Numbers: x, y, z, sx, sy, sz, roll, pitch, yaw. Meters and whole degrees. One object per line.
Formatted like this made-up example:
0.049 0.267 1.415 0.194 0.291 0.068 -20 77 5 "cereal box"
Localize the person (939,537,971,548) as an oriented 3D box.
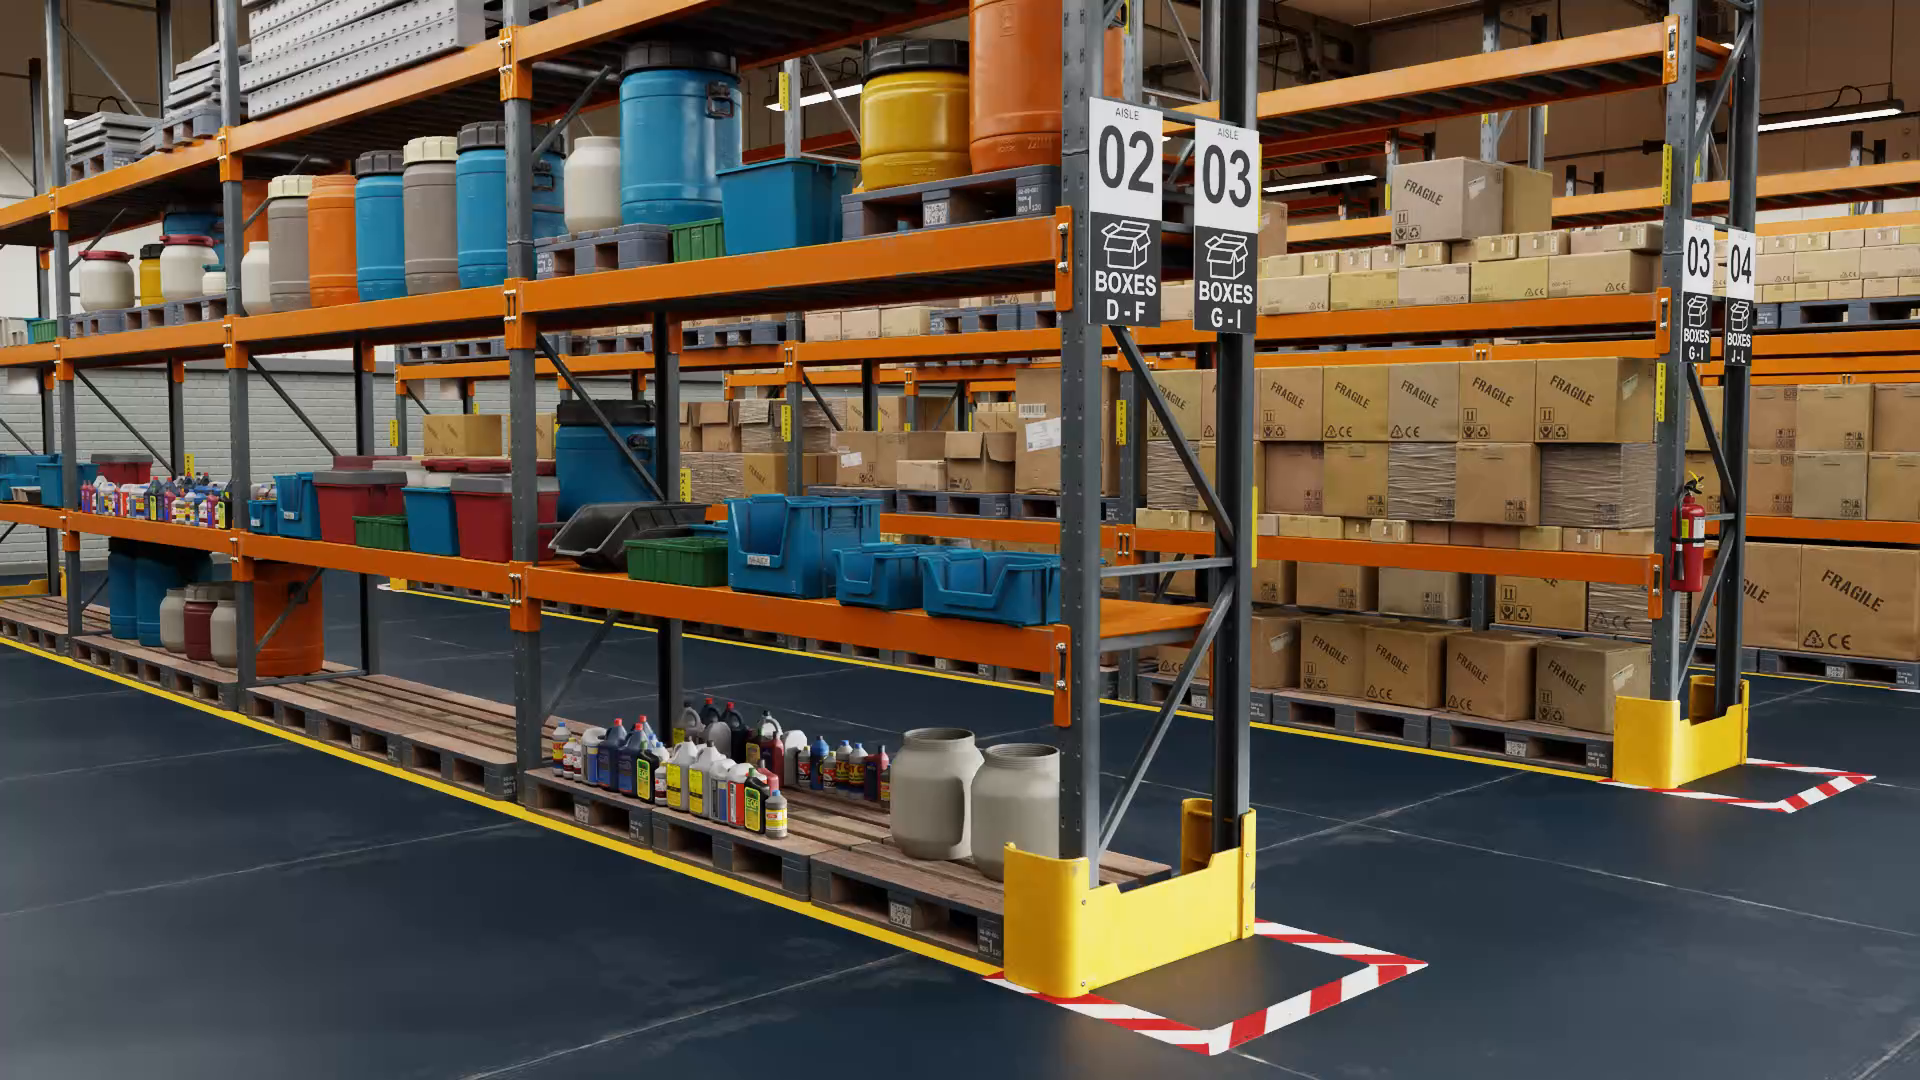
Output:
-0.020 -0.108 18.711 0.573 1.778 0.488 -4 5 -43 "person"
